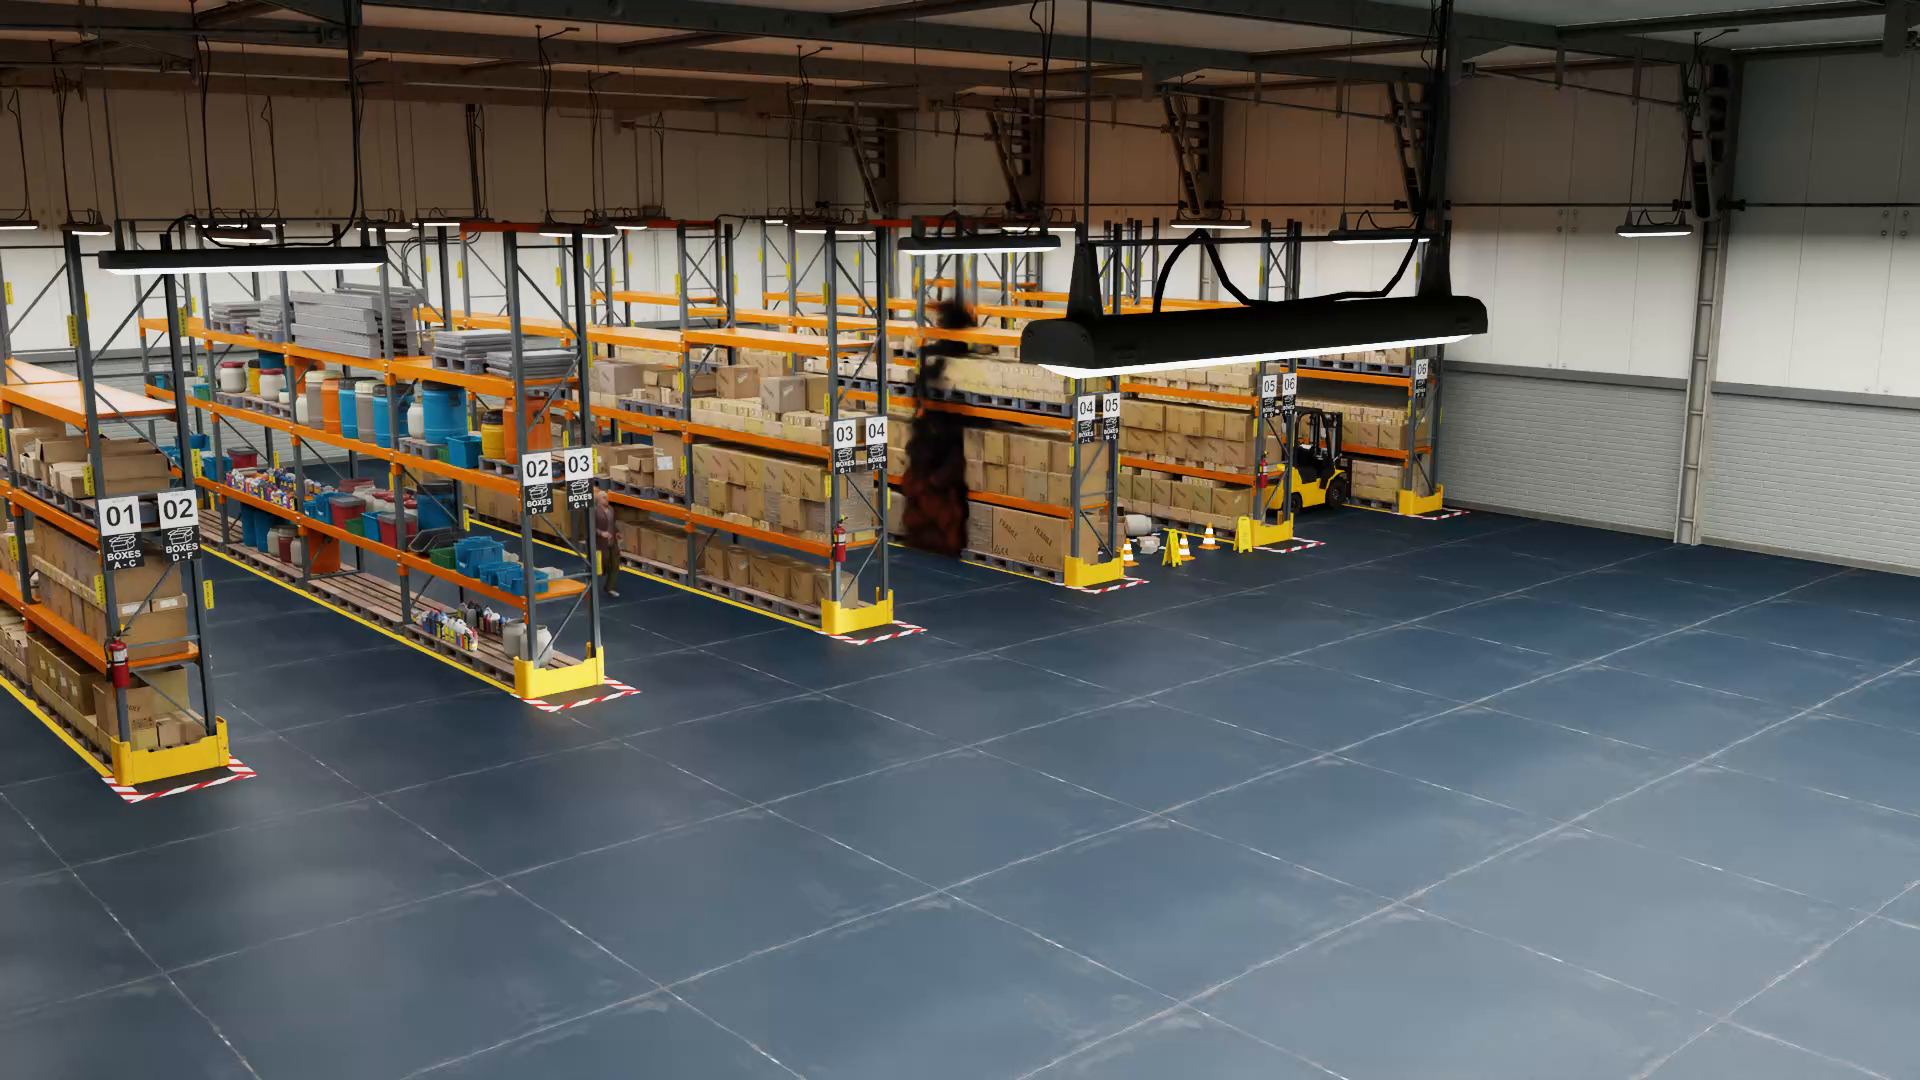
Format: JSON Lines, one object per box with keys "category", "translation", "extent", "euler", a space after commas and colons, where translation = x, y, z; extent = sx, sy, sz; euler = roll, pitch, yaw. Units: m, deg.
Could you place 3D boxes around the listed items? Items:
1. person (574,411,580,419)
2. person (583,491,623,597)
{"category": "person", "translation": [-9.461, -2.632, 40.664], "extent": [0.860, 1.662, 0.611], "euler": [8, 14, 35]}
{"category": "person", "translation": [-5.843, 0.054, 27.189], "extent": [0.757, 1.737, 0.709], "euler": [8, 14, 34]}
